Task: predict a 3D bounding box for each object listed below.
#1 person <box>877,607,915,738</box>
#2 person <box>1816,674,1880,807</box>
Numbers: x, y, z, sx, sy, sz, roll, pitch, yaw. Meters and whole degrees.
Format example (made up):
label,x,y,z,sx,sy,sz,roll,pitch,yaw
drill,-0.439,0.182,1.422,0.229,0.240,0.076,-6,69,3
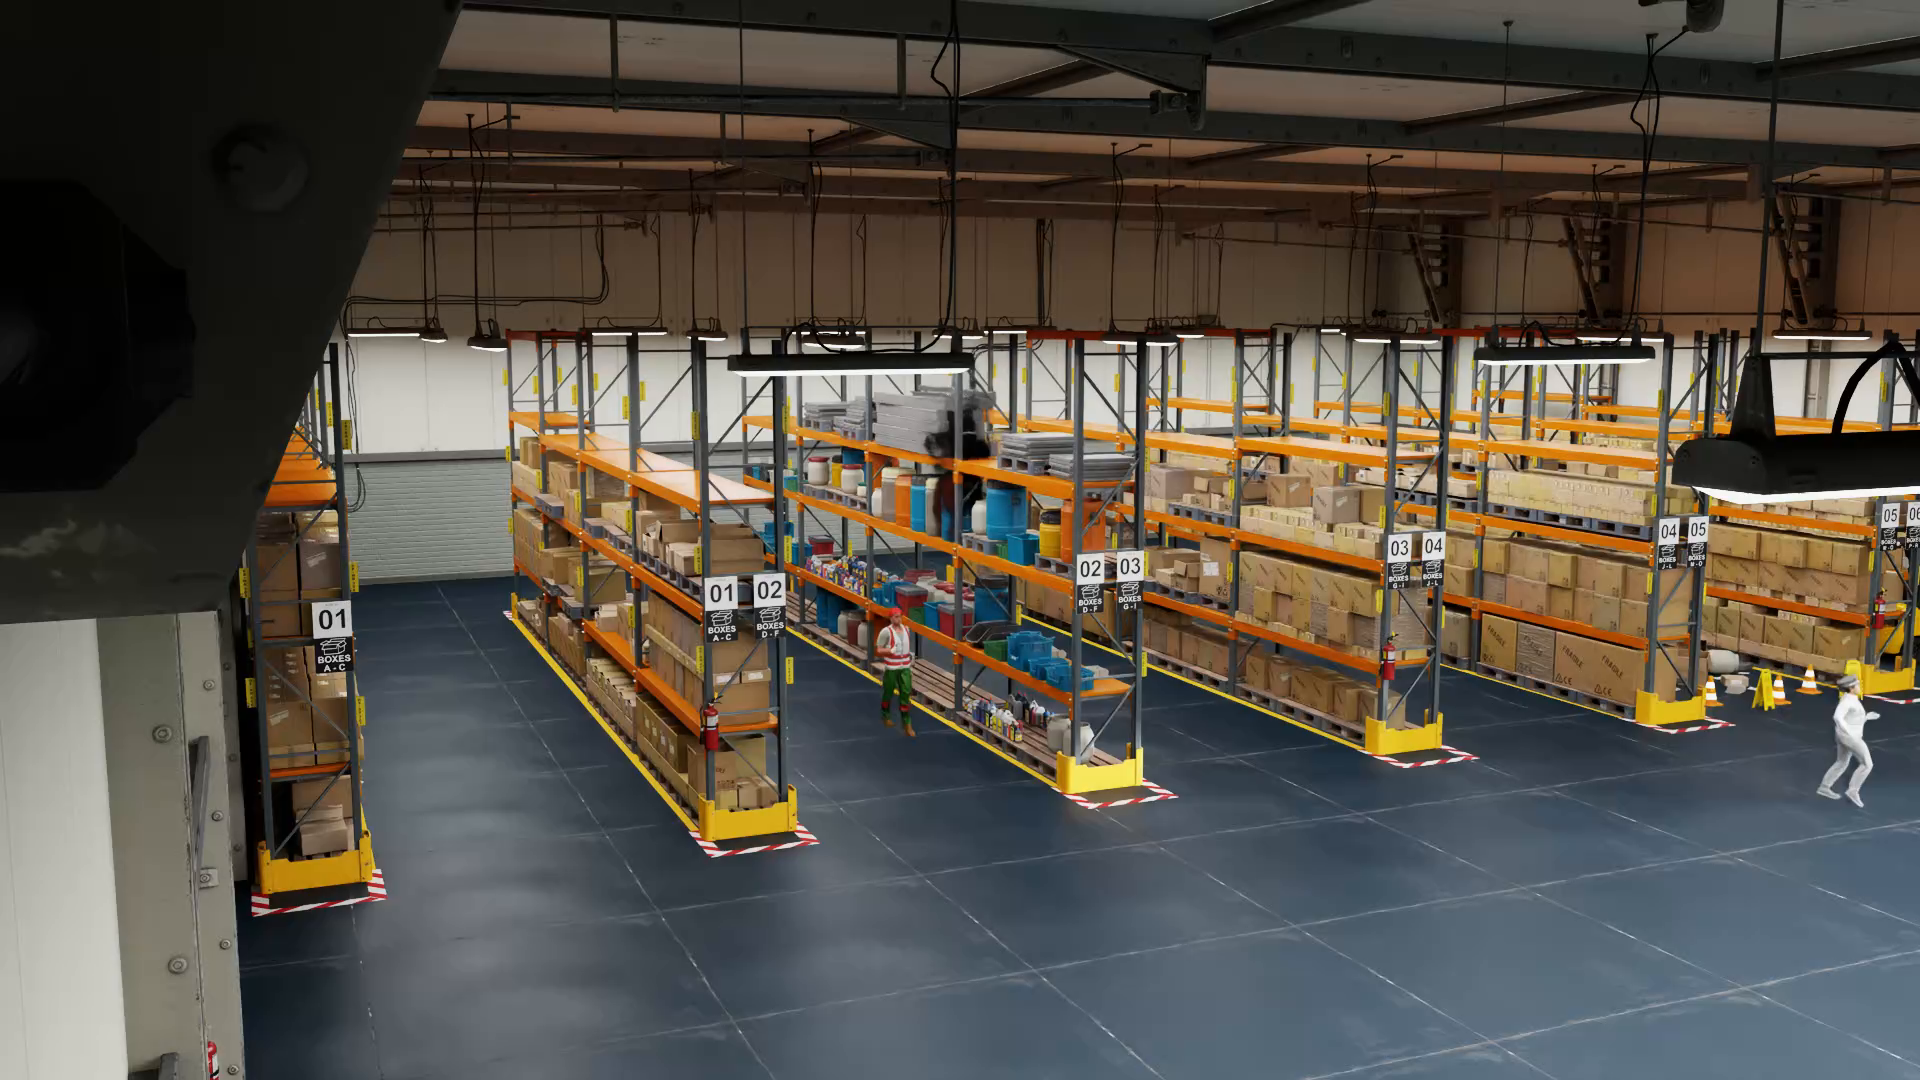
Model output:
label,x,y,z,sx,sy,sz,roll,pitch,yaw
person,-0.913,1.888,24.028,0.638,1.869,0.740,-4,9,-28
person,11.513,2.586,21.498,0.672,1.744,0.562,2,8,14
